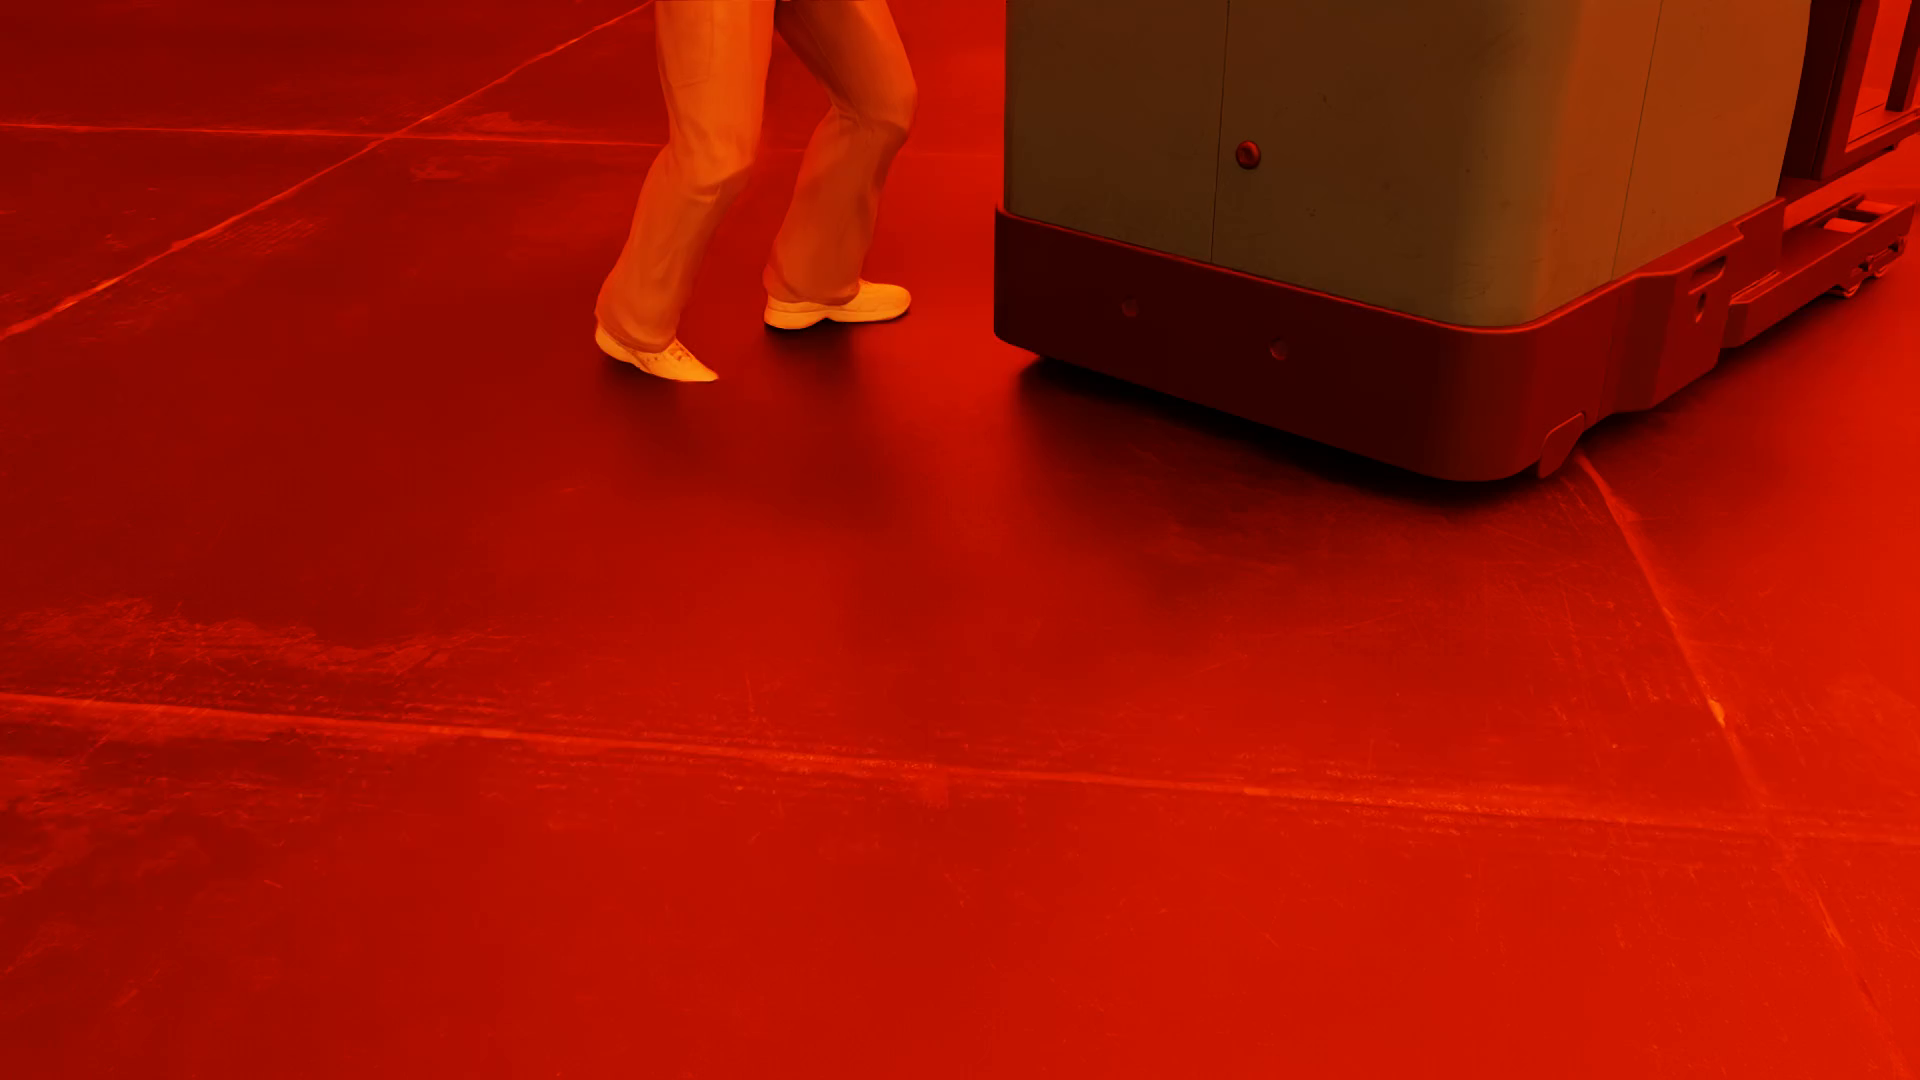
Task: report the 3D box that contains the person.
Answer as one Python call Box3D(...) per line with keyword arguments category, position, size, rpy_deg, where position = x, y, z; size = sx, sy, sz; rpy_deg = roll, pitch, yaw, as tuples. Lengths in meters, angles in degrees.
Box3D(category="person", position=(-0.424, -1.058, 2.873), size=(0.478, 1.646, 0.804), rpy_deg=(18, 32, 31))

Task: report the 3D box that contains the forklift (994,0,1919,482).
Box3D(category="forklift", position=(1.444, -1.965, 3.156), size=(1.130, 2.935, 3.031), rpy_deg=(23, 35, 38))
